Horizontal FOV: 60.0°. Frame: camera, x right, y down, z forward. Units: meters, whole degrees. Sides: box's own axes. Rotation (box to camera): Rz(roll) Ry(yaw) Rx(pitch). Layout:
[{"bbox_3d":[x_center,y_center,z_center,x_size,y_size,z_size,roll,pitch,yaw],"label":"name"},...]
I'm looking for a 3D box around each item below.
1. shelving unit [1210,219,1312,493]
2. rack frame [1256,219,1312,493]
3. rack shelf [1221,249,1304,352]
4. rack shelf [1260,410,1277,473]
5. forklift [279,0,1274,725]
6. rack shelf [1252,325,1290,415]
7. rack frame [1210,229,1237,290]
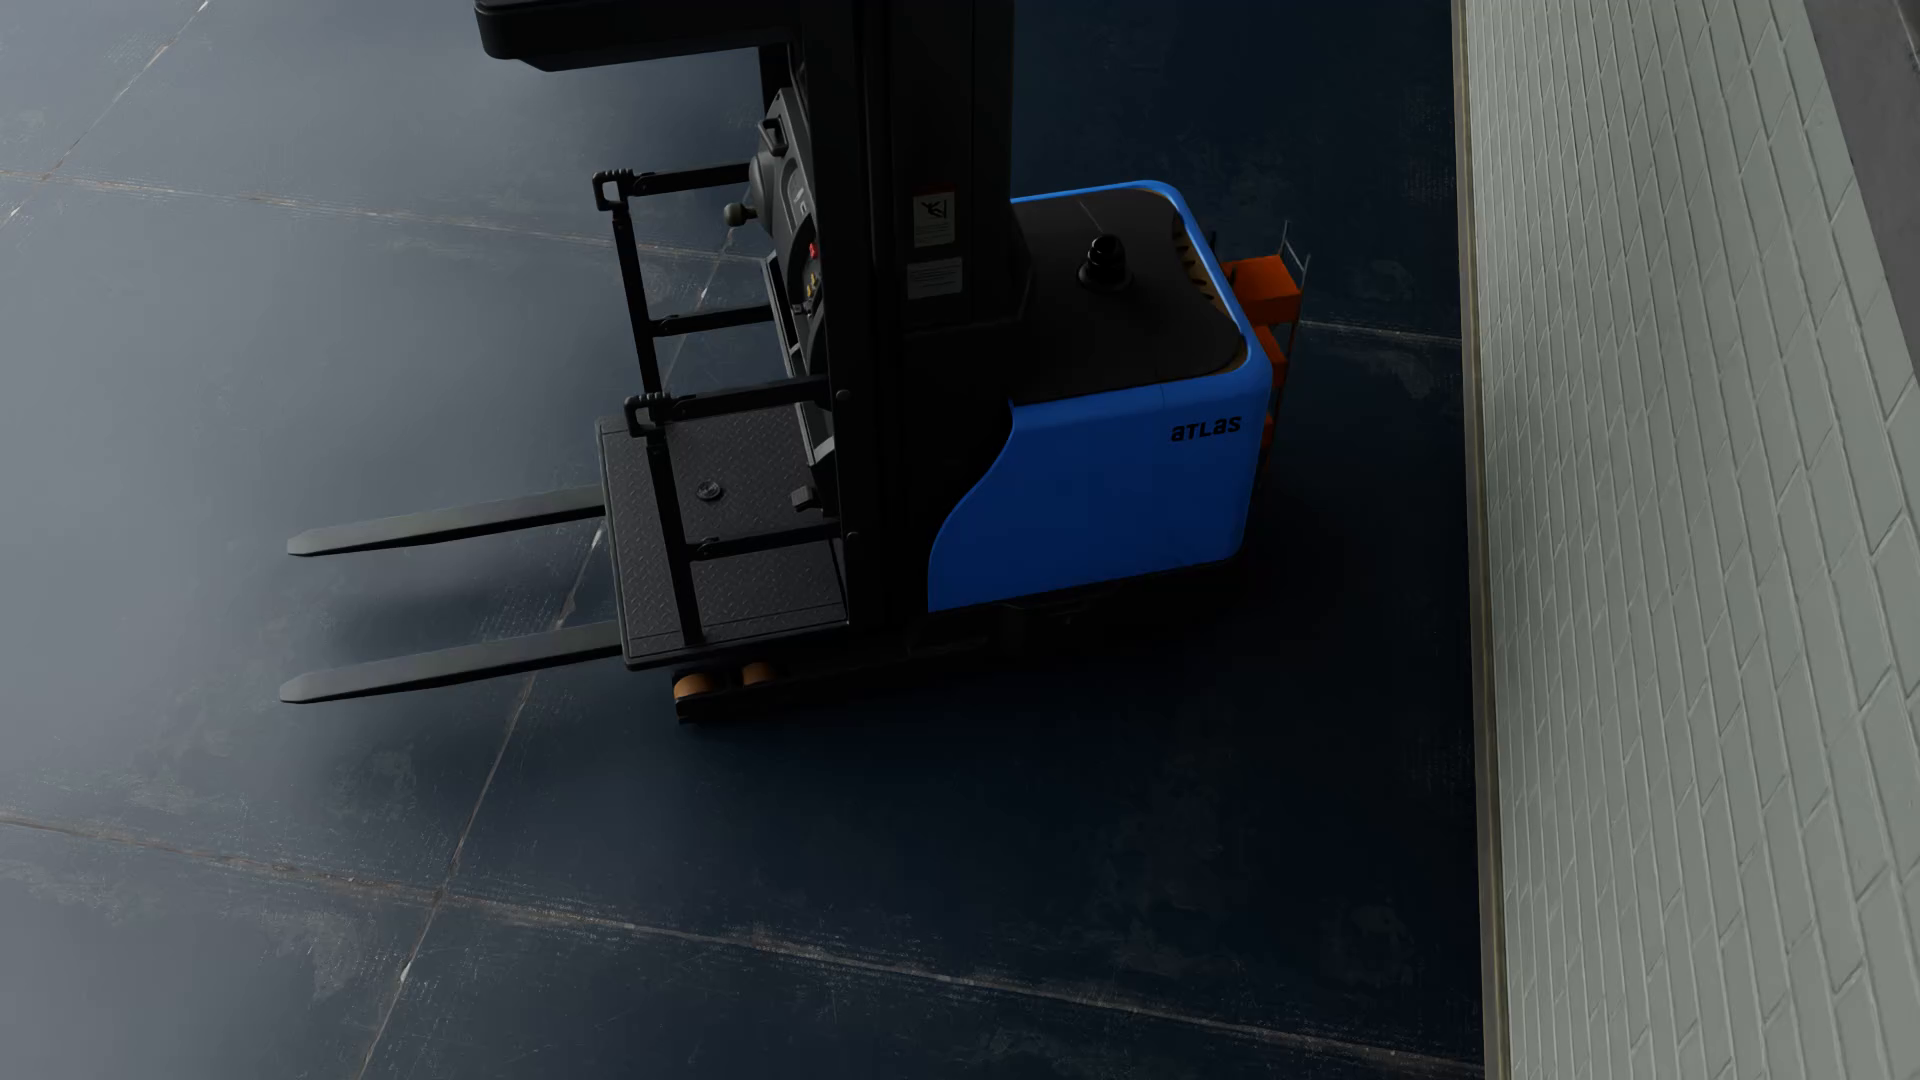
[{"bbox_3d":[0.933,-0.570,5.555,0.252,1.050,0.215,-10,49,-9],"label":"shelving unit"},{"bbox_3d":[1.052,-0.590,5.575,0.008,1.050,0.200,-10,49,-9],"label":"rack frame"},{"bbox_3d":[0.935,-0.753,5.352,0.240,0.259,0.215,-10,49,-9],"label":"rack shelf"},{"bbox_3d":[0.931,-0.377,5.769,0.240,0.259,0.215,-10,49,-9],"label":"rack shelf"},{"bbox_3d":[-0.653,-0.841,4.536,3.031,2.935,1.130,-10,49,-9],"label":"forklift"},{"bbox_3d":[0.933,-0.563,5.563,0.240,0.259,0.215,-10,49,-9],"label":"rack shelf"},{"bbox_3d":[0.814,-0.549,5.535,0.008,1.050,0.200,-10,49,-9],"label":"rack frame"}]
